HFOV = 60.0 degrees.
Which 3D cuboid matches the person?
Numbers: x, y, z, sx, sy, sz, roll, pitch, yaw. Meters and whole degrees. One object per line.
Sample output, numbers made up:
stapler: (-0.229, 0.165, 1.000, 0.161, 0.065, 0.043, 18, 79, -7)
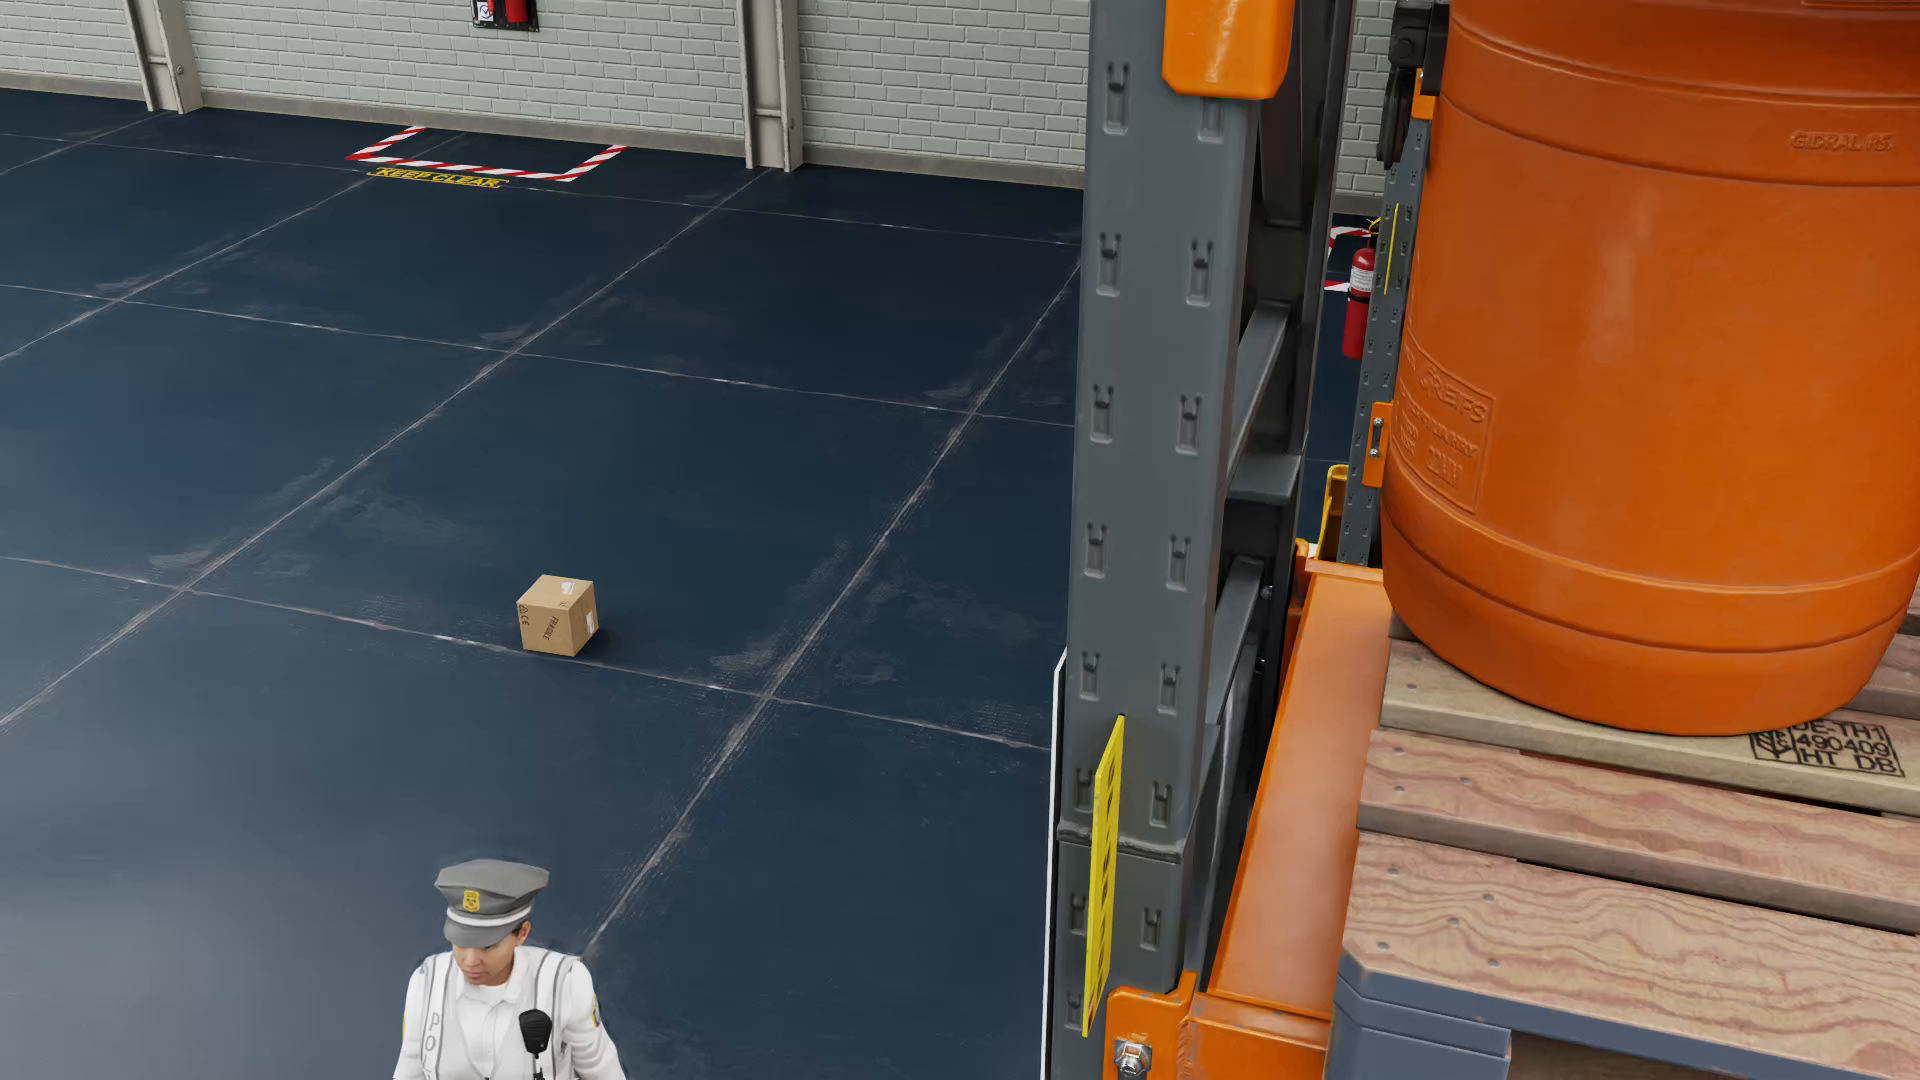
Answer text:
person: (-1.086, 1.466, 3.999, 0.520, 1.637, 1.012, 2, 29, 4)
